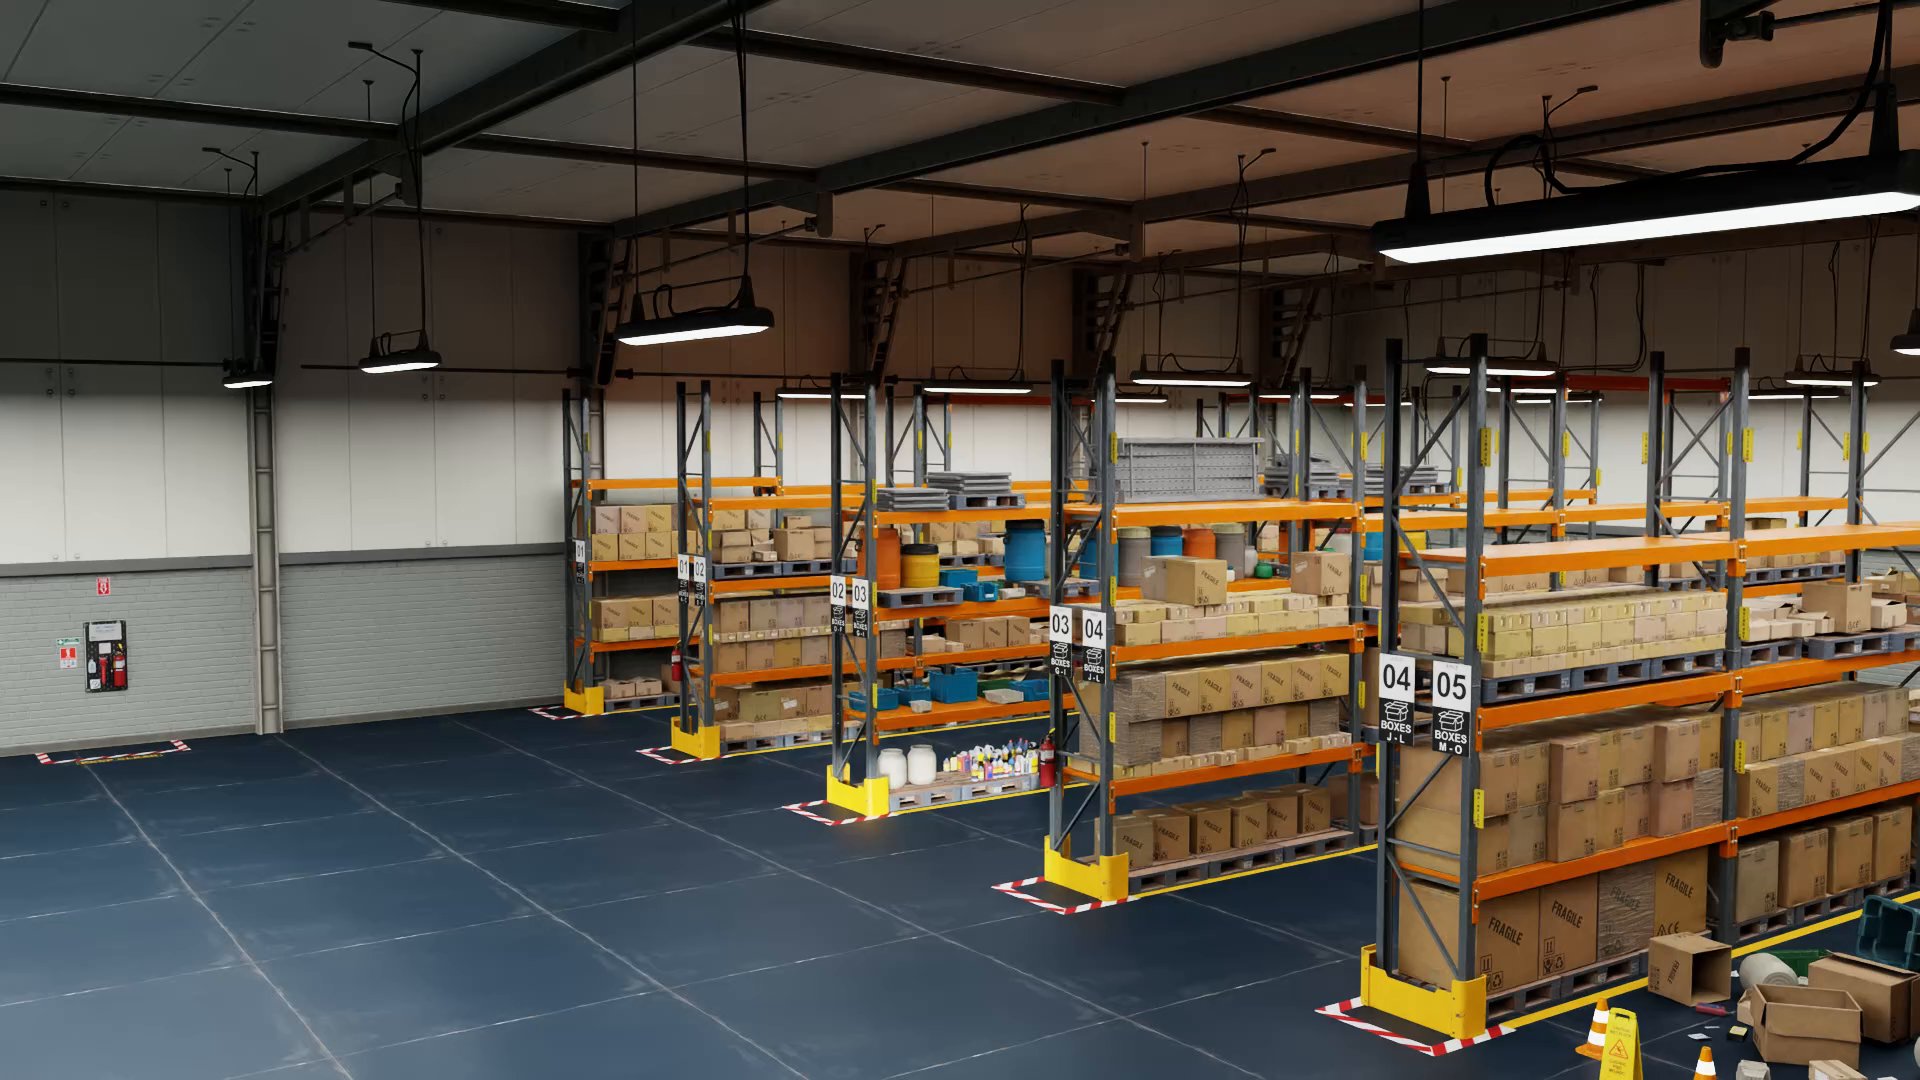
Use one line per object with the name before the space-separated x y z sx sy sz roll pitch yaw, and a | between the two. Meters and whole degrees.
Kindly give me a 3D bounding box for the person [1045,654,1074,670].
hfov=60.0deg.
person | 1.948 2.101 33.751 1.050 1.720 0.605 -3 5 -39
